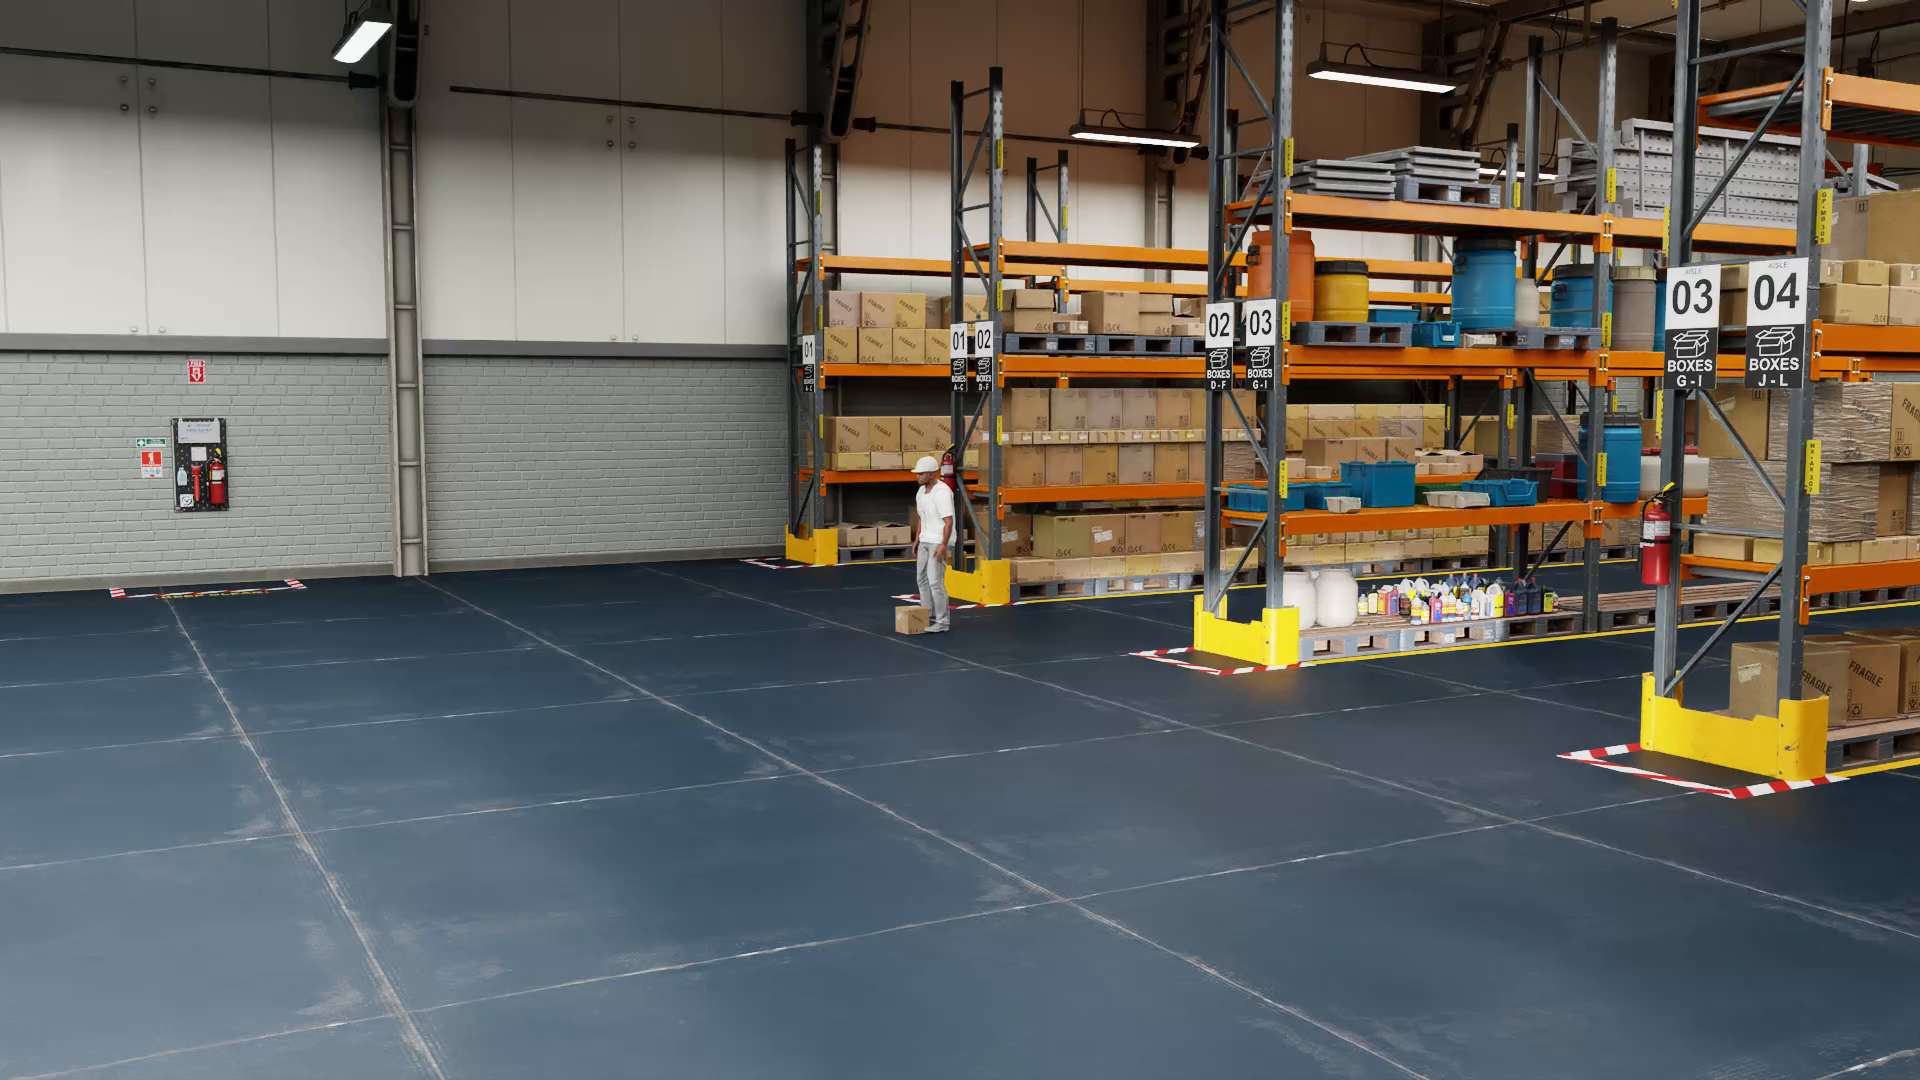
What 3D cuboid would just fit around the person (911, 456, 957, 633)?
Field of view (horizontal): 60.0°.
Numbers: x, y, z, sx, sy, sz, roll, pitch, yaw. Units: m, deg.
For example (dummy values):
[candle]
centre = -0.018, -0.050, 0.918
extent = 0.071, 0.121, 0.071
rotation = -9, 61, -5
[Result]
[person]
centre = -0.285, 0.038, 16.715
extent = 0.456, 1.761, 0.628
rotation = -3, 6, -28
